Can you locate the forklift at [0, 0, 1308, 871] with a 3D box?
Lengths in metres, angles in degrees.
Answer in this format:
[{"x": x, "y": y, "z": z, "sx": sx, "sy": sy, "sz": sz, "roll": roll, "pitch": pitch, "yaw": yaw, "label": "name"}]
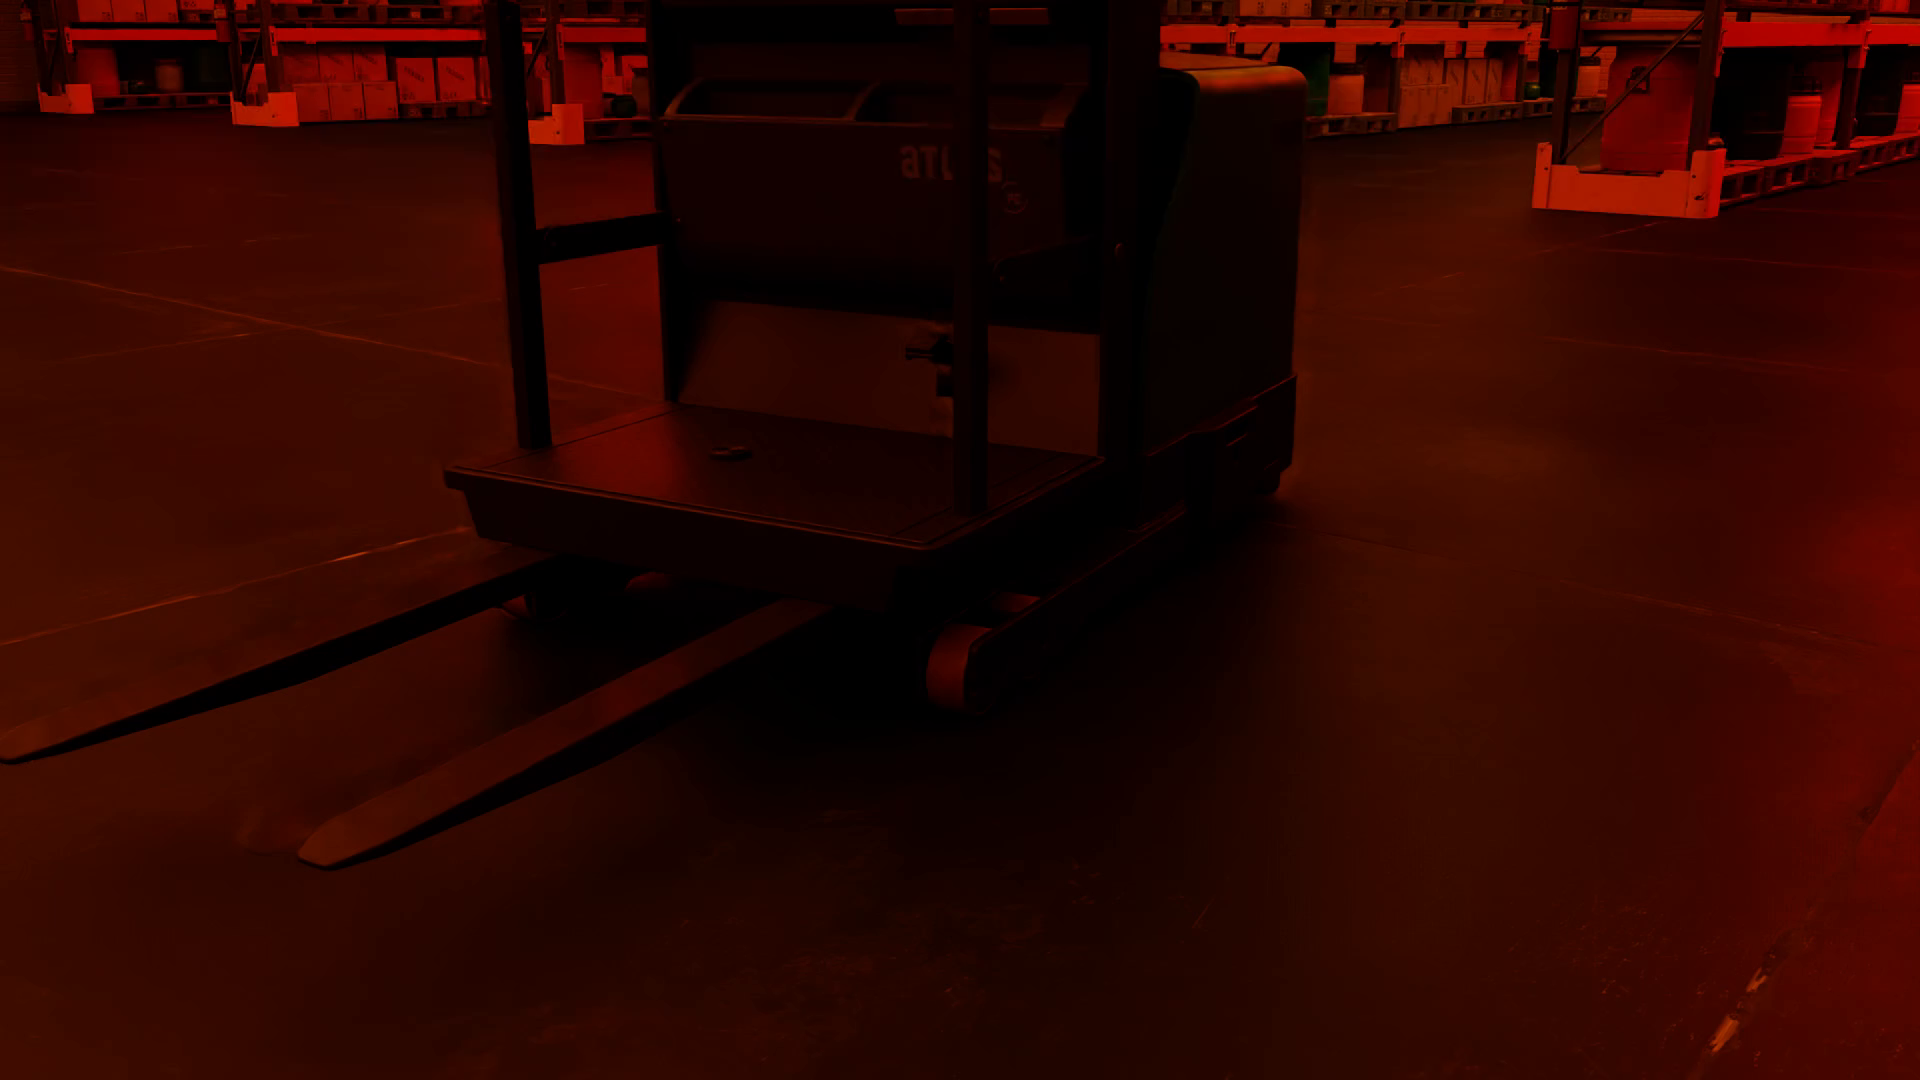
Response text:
[{"x": -0.287, "y": -1.241, "z": 2.985, "sx": 1.130, "sy": 2.935, "sz": 3.031, "roll": 9, "pitch": 19, "yaw": 28, "label": "forklift"}]
